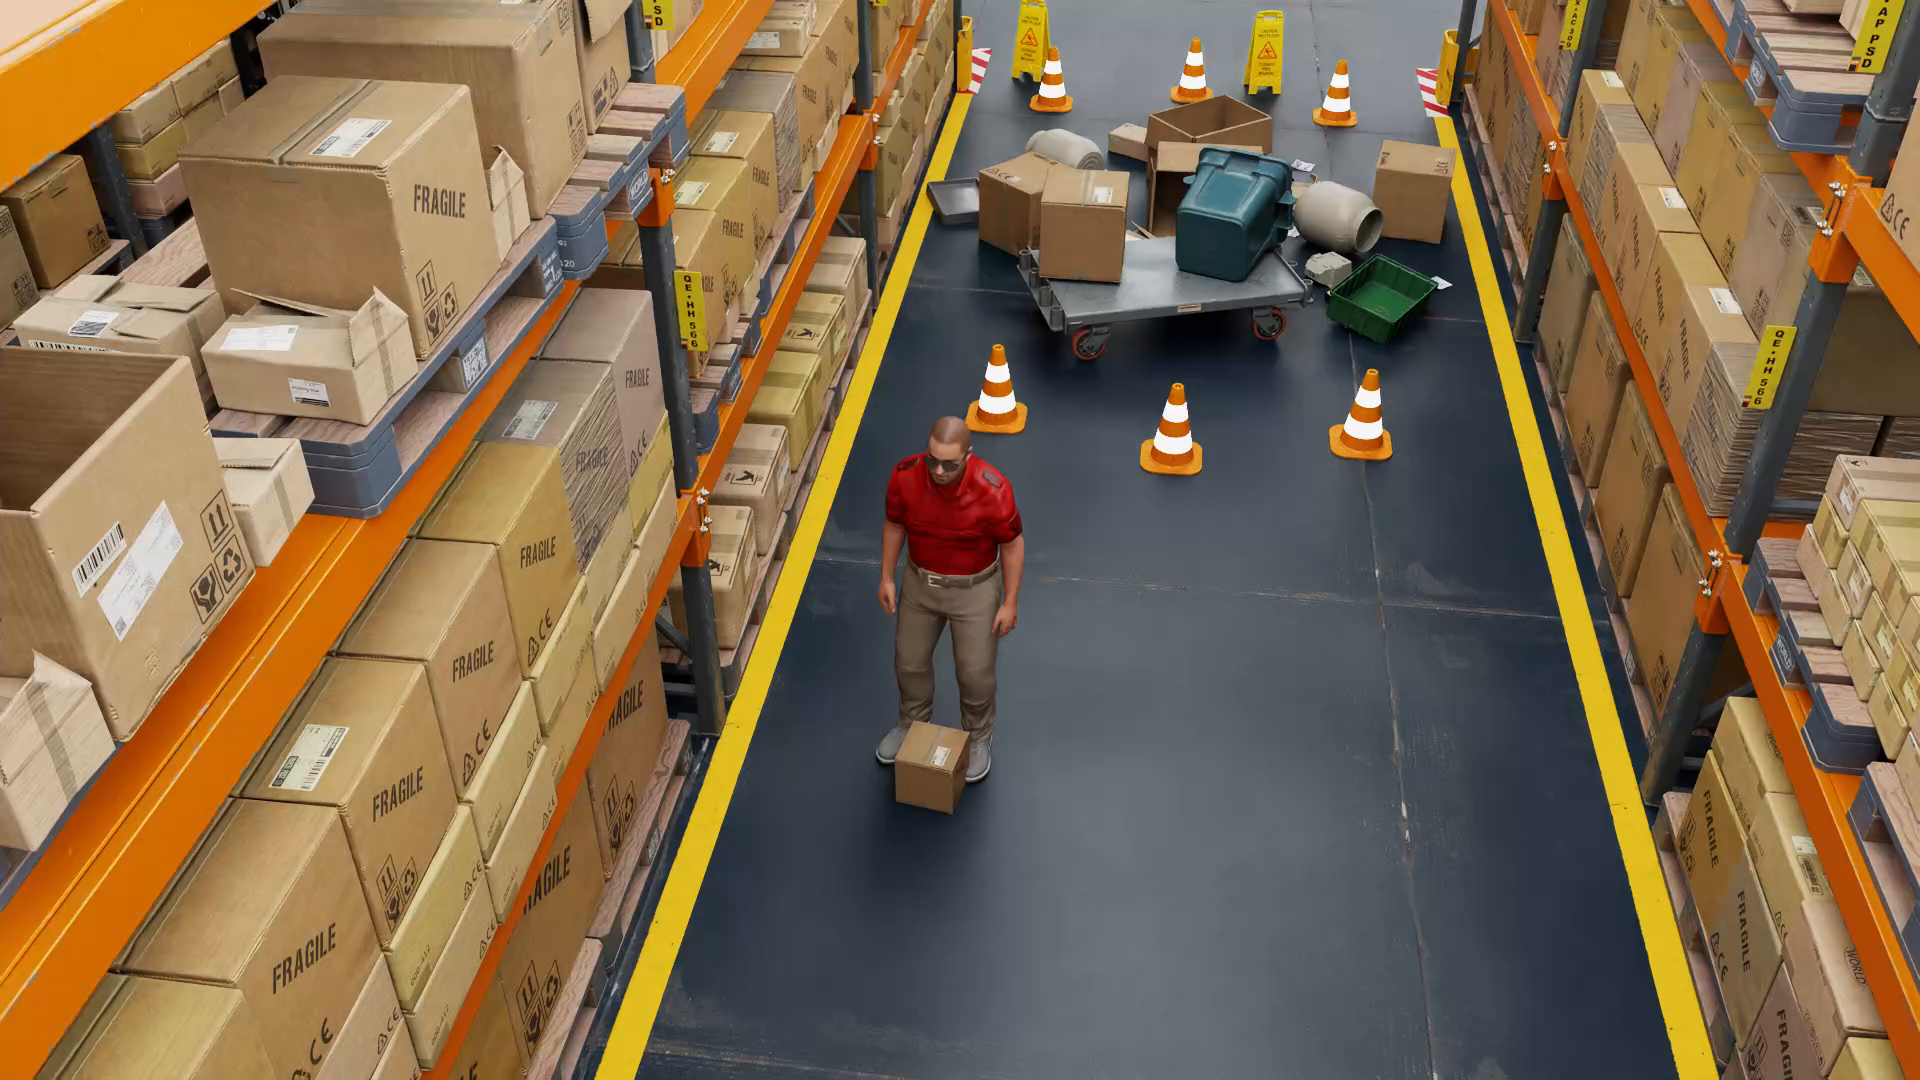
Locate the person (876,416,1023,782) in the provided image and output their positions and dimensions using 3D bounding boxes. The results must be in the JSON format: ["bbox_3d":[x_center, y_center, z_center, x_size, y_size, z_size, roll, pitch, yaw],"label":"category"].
[{"bbox_3d":[-0.044,0.213,6.758,0.591,1.726,0.387,11,37,15],"label":"person"}]
